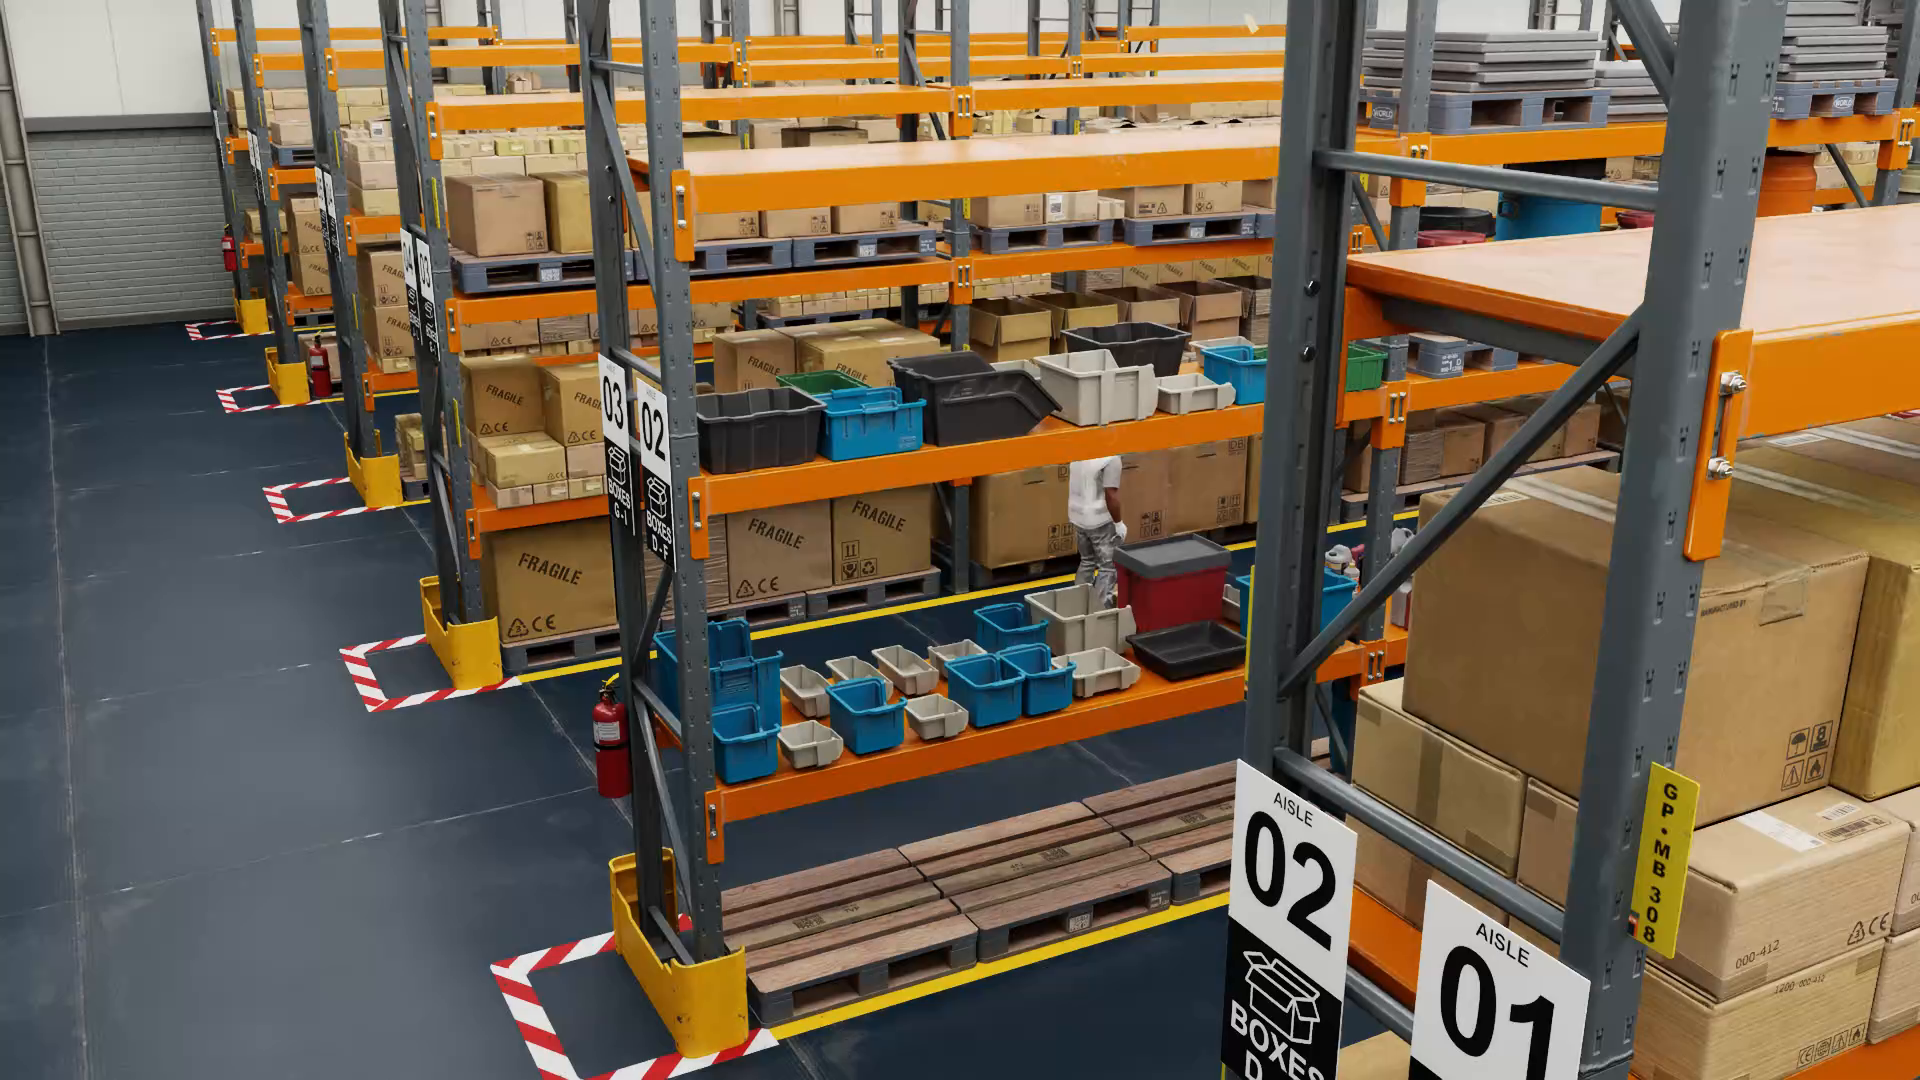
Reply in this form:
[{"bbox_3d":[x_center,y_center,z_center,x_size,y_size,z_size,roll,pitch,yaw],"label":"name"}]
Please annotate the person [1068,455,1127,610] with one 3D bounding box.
[{"bbox_3d":[1.093,-0.168,13.051,0.450,1.773,0.614,-10,21,-27],"label":"person"}]
